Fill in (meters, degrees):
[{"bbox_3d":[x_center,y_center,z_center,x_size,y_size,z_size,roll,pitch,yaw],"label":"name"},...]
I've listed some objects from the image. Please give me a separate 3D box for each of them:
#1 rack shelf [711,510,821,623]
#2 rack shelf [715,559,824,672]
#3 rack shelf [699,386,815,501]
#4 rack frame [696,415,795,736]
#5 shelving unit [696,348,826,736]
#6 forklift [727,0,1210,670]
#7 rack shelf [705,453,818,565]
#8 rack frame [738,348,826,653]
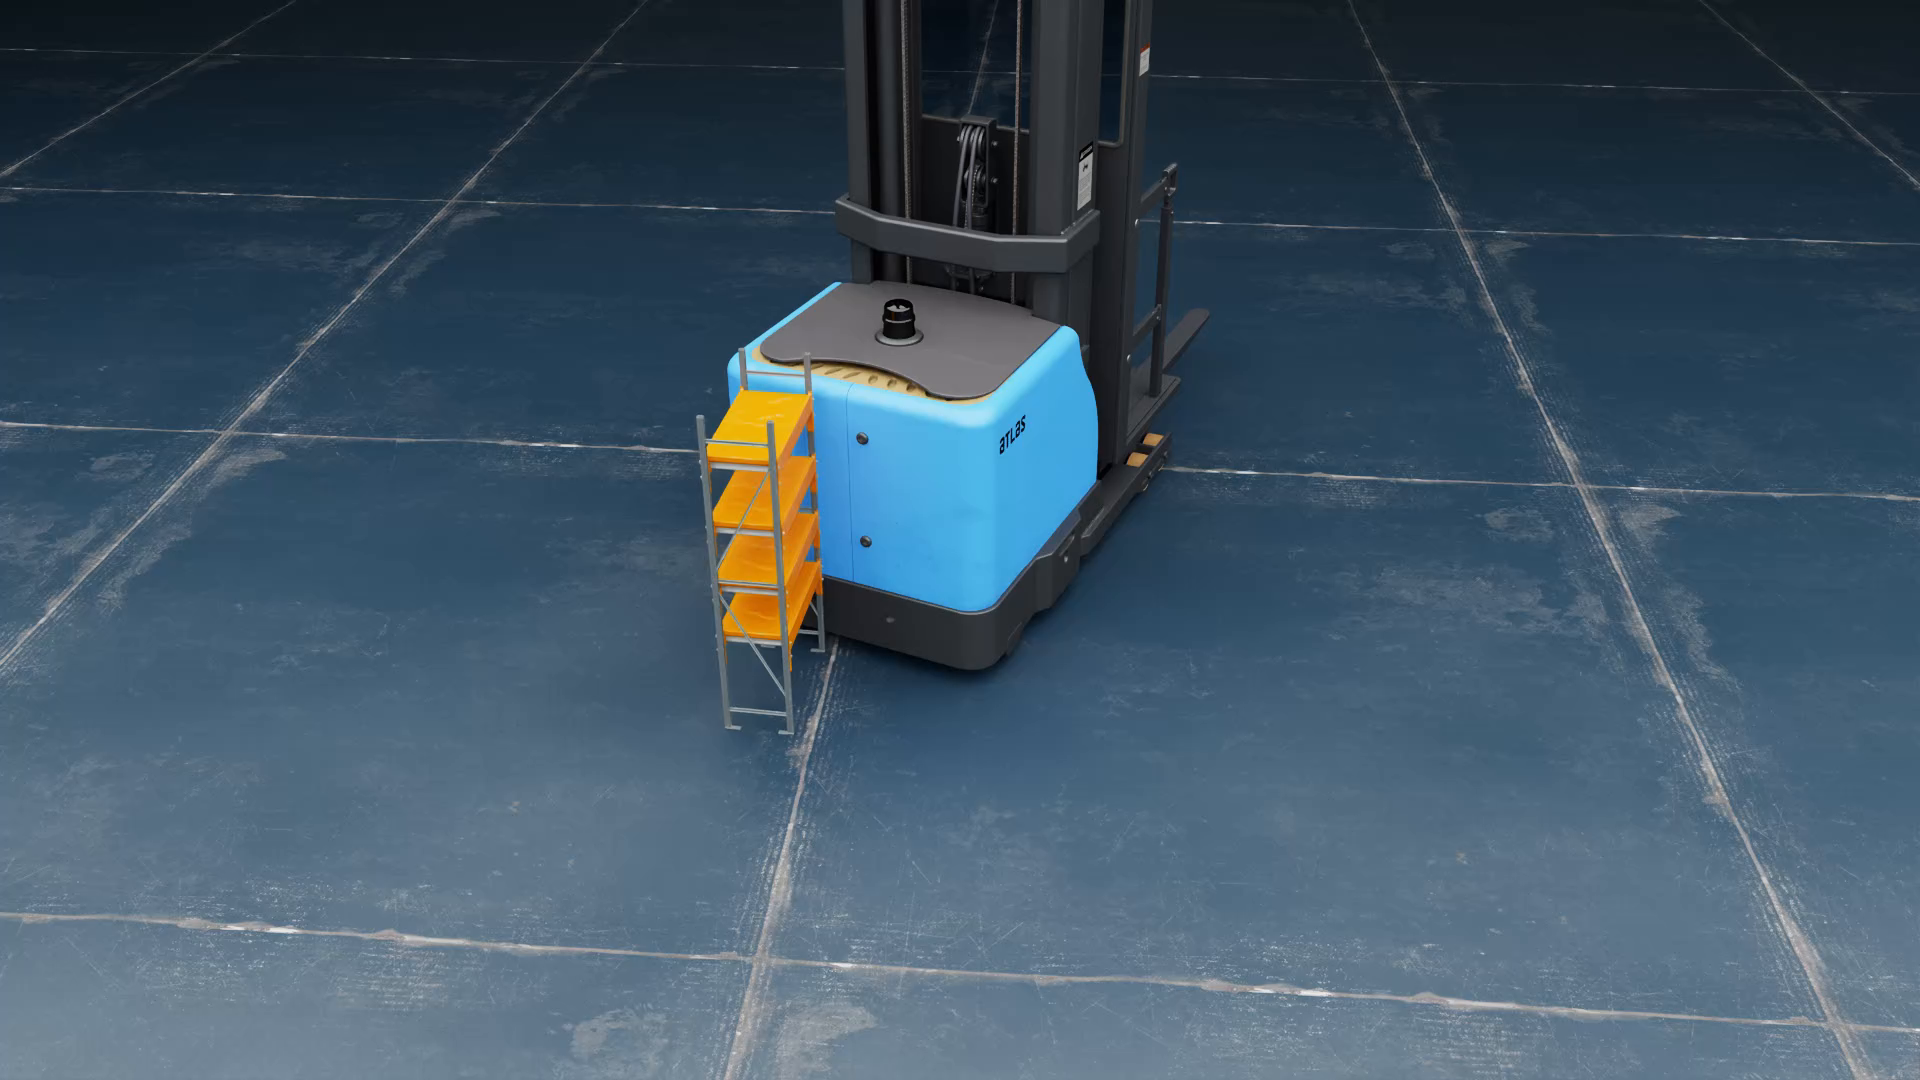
[{"bbox_3d":[-0.648,0.074,5.615,0.258,0.148,0.480,5,32,7],"label":"rack shelf"},{"bbox_3d":[-0.648,0.243,5.719,0.258,0.148,0.480,5,32,7],"label":"rack shelf"},{"bbox_3d":[-0.648,-0.318,5.374,0.258,0.148,0.480,5,32,7],"label":"rack shelf"},{"bbox_3d":[-0.685,0.143,5.374,0.240,1.200,0.015,5,32,7],"label":"rack frame"},{"bbox_3d":[-0.648,0.016,5.580,0.258,1.200,0.503,5,32,7],"label":"shelving unit"},{"bbox_3d":[0.269,-1.543,6.460,1.130,2.935,3.031,14,34,22],"label":"forklift"},{"bbox_3d":[-0.648,-0.117,5.498,0.258,0.148,0.480,5,32,7],"label":"rack shelf"},{"bbox_3d":[-0.611,-0.110,5.785,0.240,1.200,0.015,5,32,7],"label":"rack frame"}]
